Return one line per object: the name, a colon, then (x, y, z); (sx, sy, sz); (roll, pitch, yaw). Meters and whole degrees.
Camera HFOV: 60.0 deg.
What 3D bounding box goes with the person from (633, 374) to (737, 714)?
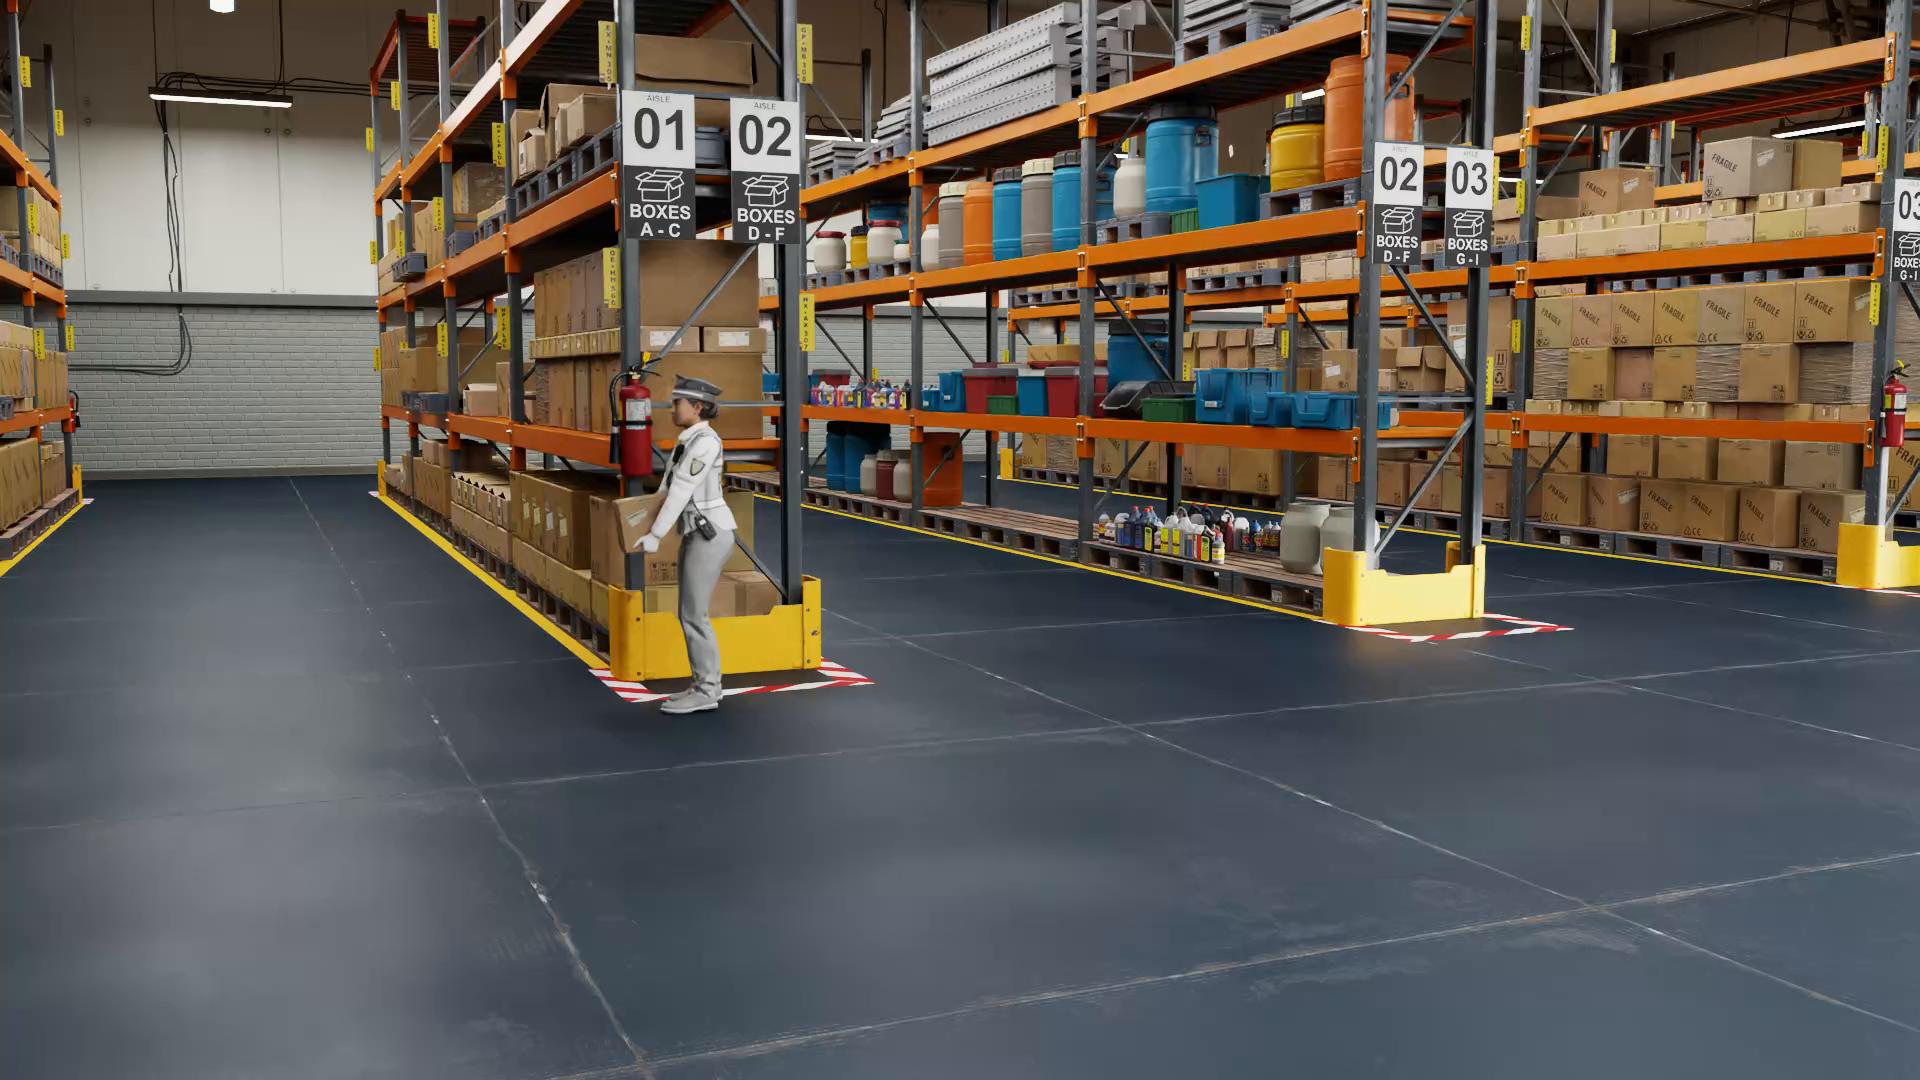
person: (-1.383, 0.016, 8.287); (0.521, 1.682, 0.416); (-2, 6, -17)
